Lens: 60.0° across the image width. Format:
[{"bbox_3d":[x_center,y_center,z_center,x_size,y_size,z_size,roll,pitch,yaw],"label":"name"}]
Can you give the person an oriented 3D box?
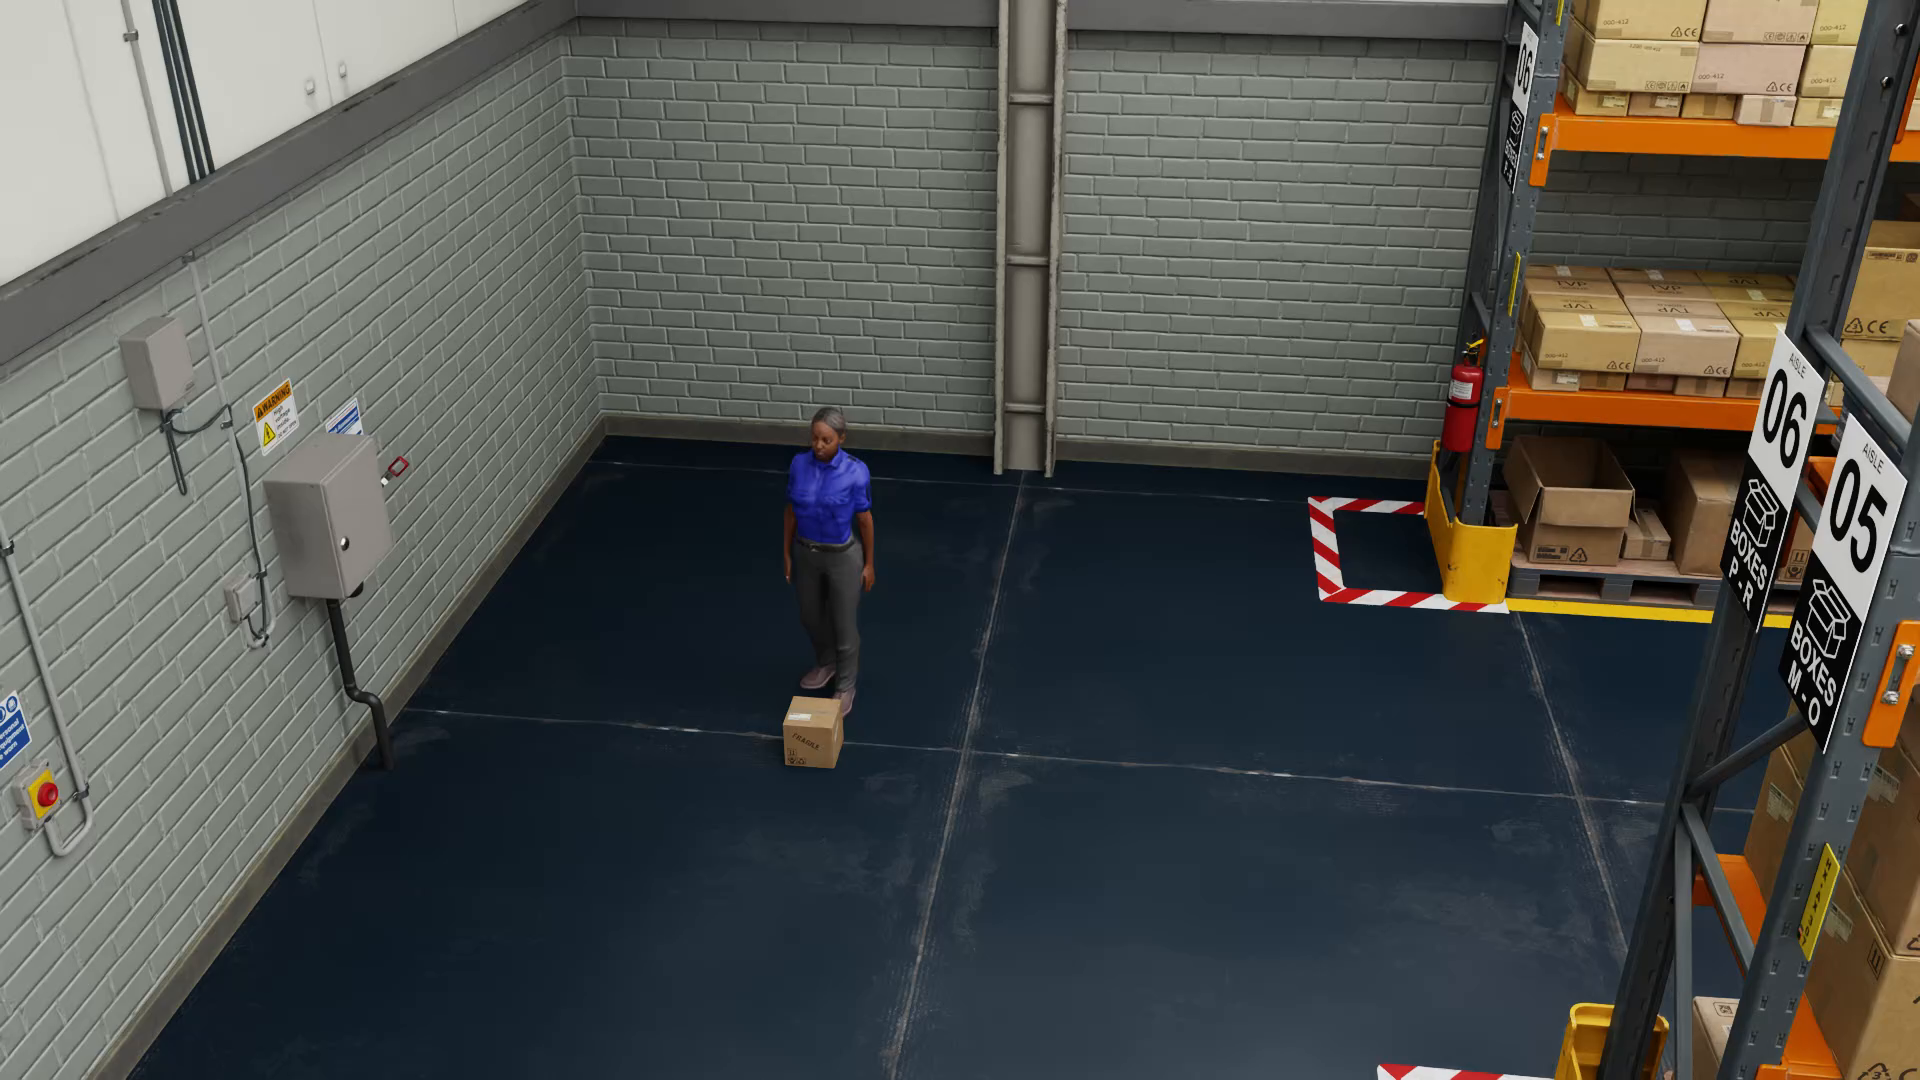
[{"bbox_3d":[-0.664,0.093,8.446,0.475,1.666,0.489,9,30,17],"label":"person"}]
